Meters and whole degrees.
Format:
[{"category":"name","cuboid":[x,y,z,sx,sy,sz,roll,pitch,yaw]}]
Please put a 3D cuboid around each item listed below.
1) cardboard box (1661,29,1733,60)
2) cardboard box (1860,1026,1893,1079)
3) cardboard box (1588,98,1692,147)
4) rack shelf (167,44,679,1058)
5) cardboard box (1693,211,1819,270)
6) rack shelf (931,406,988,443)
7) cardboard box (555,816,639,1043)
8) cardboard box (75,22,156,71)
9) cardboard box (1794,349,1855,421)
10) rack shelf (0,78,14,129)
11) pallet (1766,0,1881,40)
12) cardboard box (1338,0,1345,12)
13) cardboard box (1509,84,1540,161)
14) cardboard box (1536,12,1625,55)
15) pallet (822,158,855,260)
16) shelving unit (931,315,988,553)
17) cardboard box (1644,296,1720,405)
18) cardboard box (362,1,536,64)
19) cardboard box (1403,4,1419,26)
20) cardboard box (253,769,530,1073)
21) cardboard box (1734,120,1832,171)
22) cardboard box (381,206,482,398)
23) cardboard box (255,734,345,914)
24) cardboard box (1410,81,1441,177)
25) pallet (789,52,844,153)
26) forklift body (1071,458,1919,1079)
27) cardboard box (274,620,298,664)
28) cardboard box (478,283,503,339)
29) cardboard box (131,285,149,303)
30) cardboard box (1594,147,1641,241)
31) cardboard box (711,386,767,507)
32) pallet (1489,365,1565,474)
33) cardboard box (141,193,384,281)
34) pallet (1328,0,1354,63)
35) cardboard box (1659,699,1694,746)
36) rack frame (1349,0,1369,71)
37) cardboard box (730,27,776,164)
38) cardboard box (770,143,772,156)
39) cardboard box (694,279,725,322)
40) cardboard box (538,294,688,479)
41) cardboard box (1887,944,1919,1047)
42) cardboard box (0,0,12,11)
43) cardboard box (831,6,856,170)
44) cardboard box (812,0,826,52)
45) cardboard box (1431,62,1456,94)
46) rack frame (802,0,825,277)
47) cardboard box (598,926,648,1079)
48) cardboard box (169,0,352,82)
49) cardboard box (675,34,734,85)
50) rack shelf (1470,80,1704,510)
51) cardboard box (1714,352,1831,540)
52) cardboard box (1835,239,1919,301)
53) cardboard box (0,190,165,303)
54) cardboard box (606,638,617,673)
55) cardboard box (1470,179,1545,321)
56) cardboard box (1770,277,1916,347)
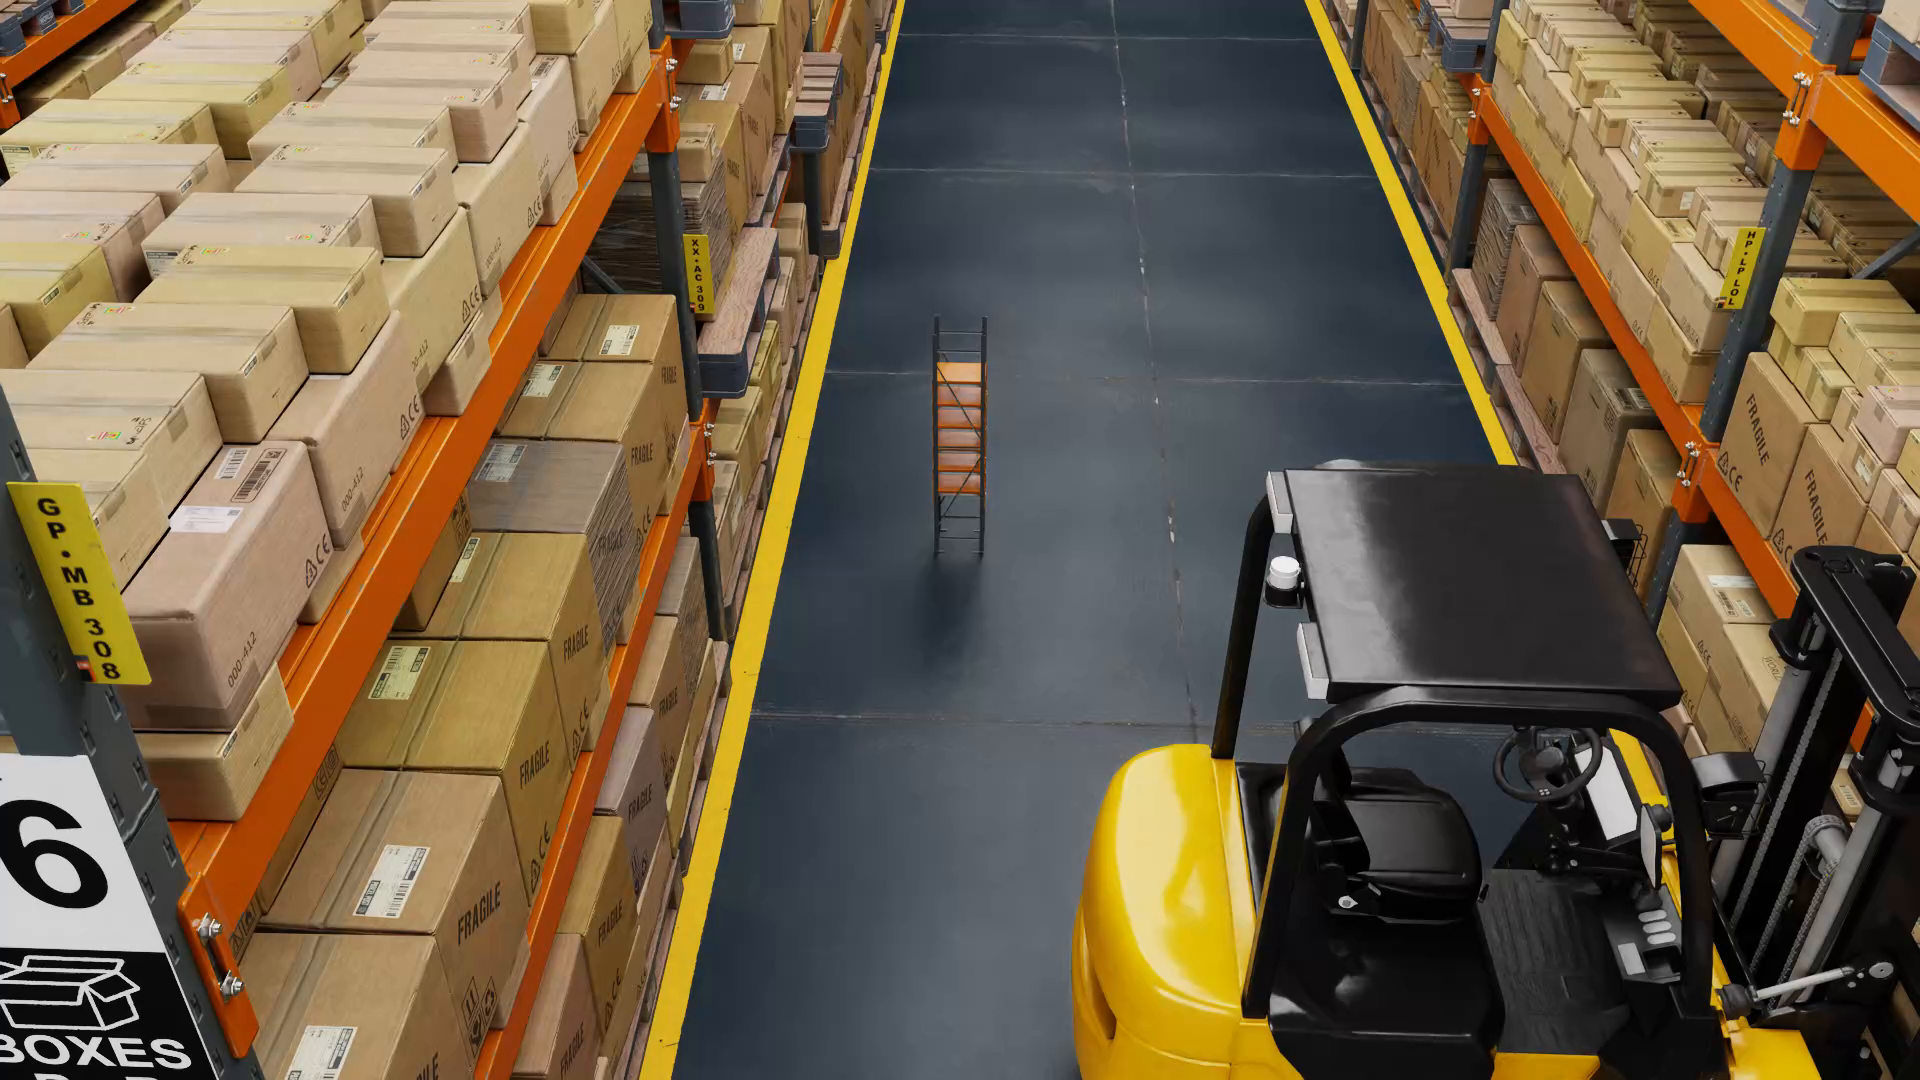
[{"category":"cardboard box","cuboid":[3.862,-2.521,8.577,0.380,0.149,0.250,1,35,1]},{"category":"cardboard box","cuboid":[2.999,1.624,4.922,0.500,0.250,0.500,1,35,1]},{"category":"cardboard box","cuboid":[3.169,-1.948,7.761,0.380,0.149,0.250,0,35,1]},{"category":"rack shelf","cuboid":[-1.618,-0.447,4.295,1.077,0.370,4.000,1,35,2]},{"category":"cardboard box","cuboid":[3.206,-1.207,6.708,0.380,0.149,0.250,1,35,1]},{"category":"rack shelf","cuboid":[-0.001,-0.544,7.850,0.258,0.103,0.180,1,35,2]},{"category":"cardboard box","cuboid":[-1.344,1.222,5.277,0.500,0.500,0.500,2,35,3]},{"category":"cardboard box","cuboid":[-6.005,-3.440,11.692,0.500,0.250,0.500,2,35,2]},{"category":"cardboard box","cuboid":[3.138,-0.531,5.746,0.380,0.149,0.250,2,35,3]},{"category":"rack shelf","cuboid":[-6.407,-1.574,8.507,1.077,0.370,4.000,1,35,2]},{"category":"pallet","cuboid":[3.445,-2.207,6.339,0.805,0.209,1.217,0,35,0]},{"category":"cardboard box","cuboid":[3.487,-4.732,14.388,0.396,0.266,0.258,3,35,4]},{"category":"cardboard box","cuboid":[3.296,-2.250,8.973,0.500,0.250,0.500,1,35,1]},{"category":"cardboard box","cuboid":[3.282,-2.677,8.800,0.380,0.149,0.250,2,35,3]},{"category":"pallet","cuboid":[-1.270,-2.272,11.299,1.003,0.211,1.213,1,35,2]},{"category":"shelving unit","cuboid":[-0.001,-0.483,7.893,0.258,1.200,0.189,1,35,2]},{"category":"cardboard box","cuboid":[3.181,-0.785,6.889,0.500,0.250,0.500,2,35,3]},{"category":"cardboard box","cuboid":[-1.359,-1.328,4.447,0.380,0.149,0.250,1,35,1]},{"category":"cardboard box","cuboid":[3.533,-3.895,12.429,0.380,0.149,0.250,1,35,1]},{"category":"cardboard box","cuboid":[-1.385,0.909,4.003,0.500,0.500,0.500,2,35,3]},{"category":"cardboard box","cuboid":[3.755,-1.785,7.531,0.380,0.149,0.250,1,35,2]},{"category":"cardboard box","cuboid":[-1.386,-0.522,3.647,0.500,0.250,0.500,2,35,3]},{"category":"cardboard box","cuboid":[-1.868,0.474,3.752,0.700,0.500,0.500,2,35,2]},{"category":"cardboard box","cuboid":[3.434,-2.834,11.483,0.500,0.500,0.500,3,35,4]},{"category":"pallet","cuboid":[-1.299,-2.471,9.324,1.213,0.211,1.003,1,35,2]},{"category":"forklift body","cuboid":[1.515,0.963,5.009,2.313,2.155,1.214,1,35,2]},{"category":"cardboard box","cuboid":[-1.439,0.174,3.003,0.380,0.149,0.250,0,35,0]},{"category":"cardboard box","cuboid":[-1.343,-0.568,4.059,0.380,0.149,0.250,0,35,1]},{"category":"cardboard box","cuboid":[-1.910,-0.540,3.673,0.500,0.250,0.500,2,35,3]},{"category":"cardboard box","cuboid":[3.226,-1.571,7.573,0.500,0.250,0.500,2,35,3]},{"category":"cardboard box","cuboid":[-1.494,-0.475,8.237,0.950,0.372,0.625,3,35,5]},{"category":"pallet","cuboid":[3.459,-0.537,8.831,1.003,0.211,1.213,1,35,2]},{"category":"cardboard box","cuboid":[-1.416,-0.590,3.397,0.380,0.149,0.250,1,35,2]},{"category":"pallet","cuboid":[3.772,-4.401,14.328,1.003,0.211,1.213,1,35,2]},{"category":"cardboard box","cuboid":[3.072,0.672,6.711,0.500,0.250,0.500,2,35,2]},{"category":"rack frame","cuboid":[3.743,-5.147,12.965,1.000,3.000,0.127,1,35,2]},{"category":"cardboard box","cuboid":[-1.169,-2.128,7.958,0.500,0.500,0.500,0,35,0]},{"category":"cardboard box","cuboid":[-1.138,-1.945,8.262,0.380,0.149,0.250,0,35,0]},{"category":"cardboard box","cuboid":[-1.200,-1.043,6.978,0.380,0.149,0.250,2,35,3]},{"category":"cardboard box","cuboid":[-1.307,-0.565,6.100,0.500,0.500,0.500,0,35,1]},{"category":"cardboard box","cuboid":[2.993,1.436,4.755,0.500,0.250,0.500,2,35,2]},{"category":"cardboard box","cuboid":[-6.107,-3.339,10.246,0.380,0.149,0.250,1,35,1]},{"category":"cardboard box","cuboid":[-1.226,-3.171,11.636,0.875,0.875,0.875,2,35,2]},{"category":"cardboard box","cuboid":[-1.106,-3.176,10.290,0.500,0.250,0.500,1,35,1]},{"category":"cardboard box","cuboid":[3.450,-3.155,11.375,0.380,0.149,0.250,1,35,1]},{"category":"rack frame","cuboid":[-1.377,-2.962,9.855,1.000,3.000,0.127,1,35,2]},{"category":"cardboard box","cuboid":[-1.352,1.524,5.499,0.500,0.250,0.500,4,35,5]},{"category":"cardboard box","cuboid":[-1.874,-1.345,4.472,0.380,0.149,0.250,0,35,0]},{"category":"cardboard box","cuboid":[-1.225,-2.152,7.428,0.380,0.149,0.250,3,35,5]},{"category":"rack shelf","cuboid":[3.502,-1.406,8.267,1.077,0.370,4.000,1,35,2]},{"category":"cardboard box","cuboid":[3.143,-0.343,6.042,0.500,0.500,0.500,0,35,1]},{"category":"cardboard box","cuboid":[3.651,-1.054,6.490,0.380,0.149,0.250,1,35,1]},{"category":"cardboard box","cuboid":[-1.860,-0.596,3.406,0.380,0.149,0.250,1,35,2]},{"category":"cardboard box","cuboid":[-1.324,0.361,5.346,0.380,0.149,0.250,1,35,1]},{"category":"cardboard box","cuboid":[3.544,-1.691,9.748,0.875,0.625,0.625,2,35,3]},{"category":"cardboard box","cuboid":[3.113,-0.803,5.874,0.380,0.149,0.250,2,35,3]}]
